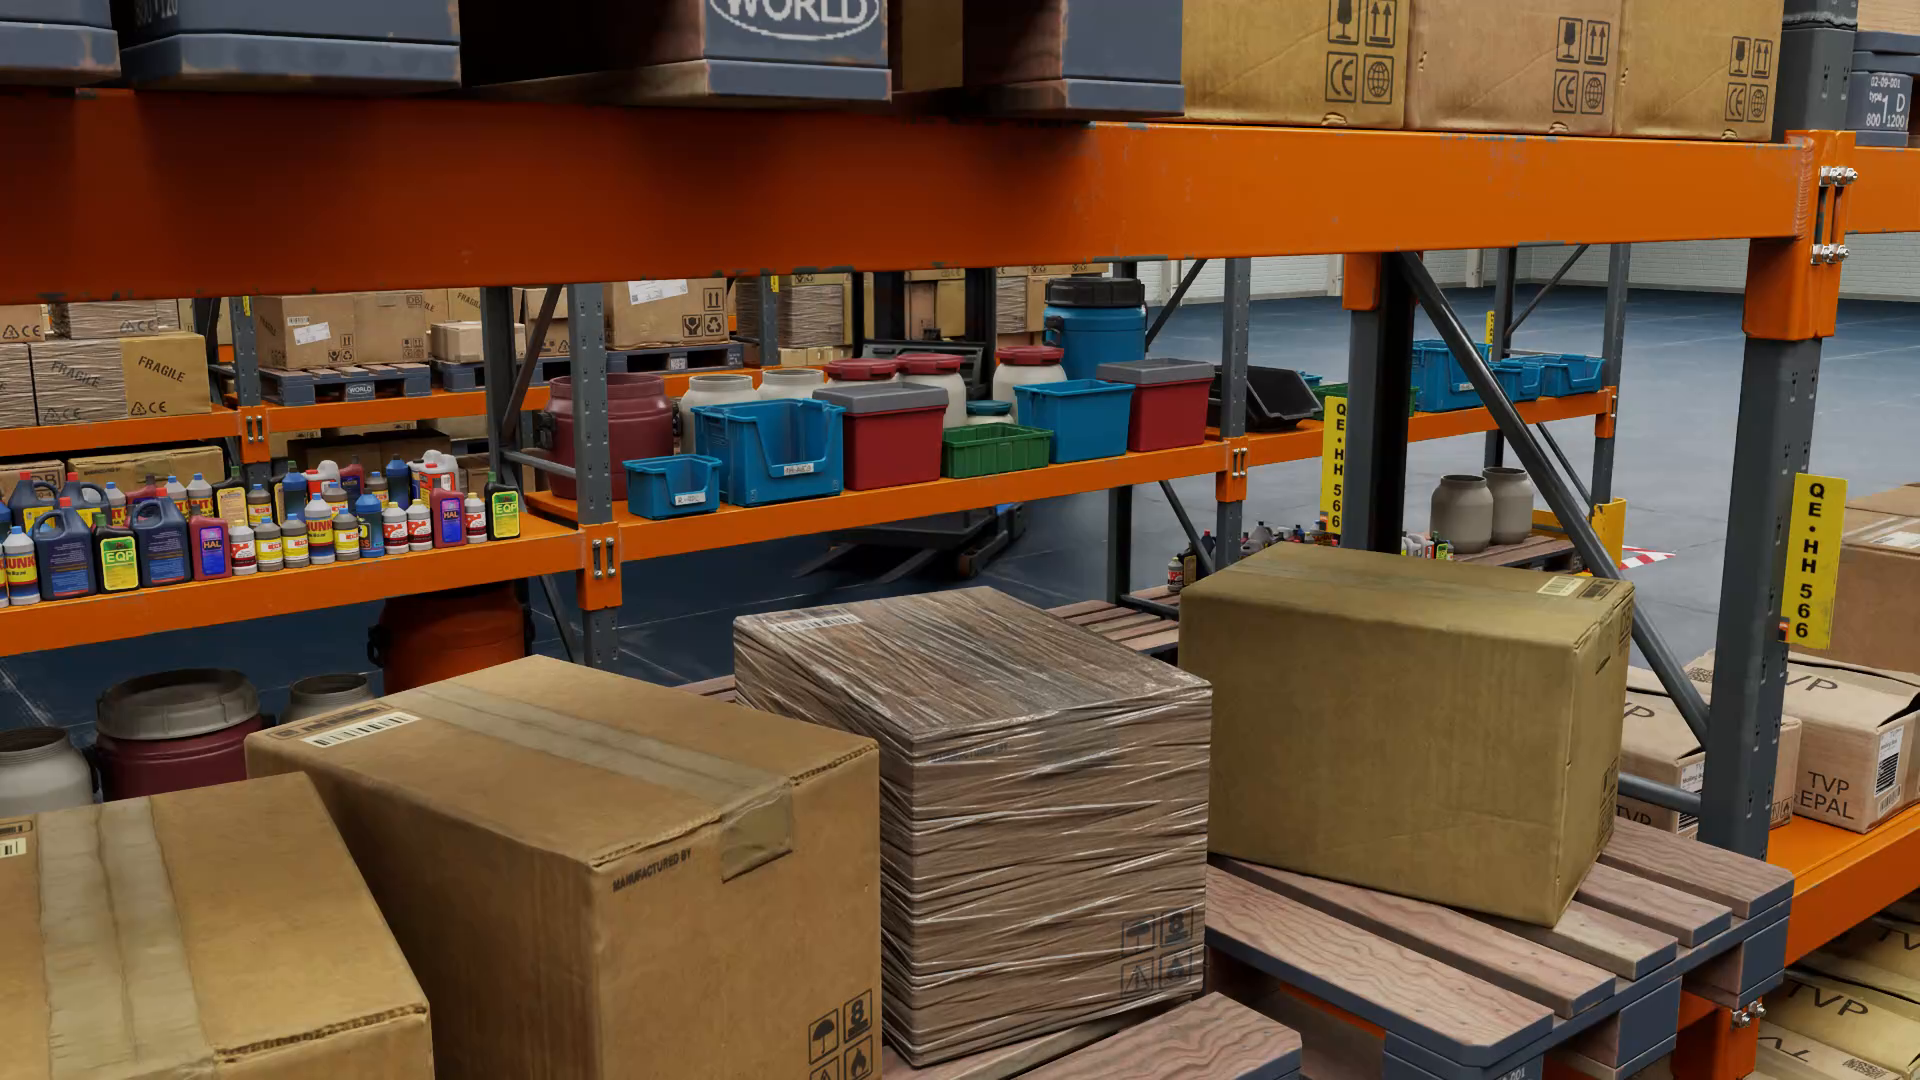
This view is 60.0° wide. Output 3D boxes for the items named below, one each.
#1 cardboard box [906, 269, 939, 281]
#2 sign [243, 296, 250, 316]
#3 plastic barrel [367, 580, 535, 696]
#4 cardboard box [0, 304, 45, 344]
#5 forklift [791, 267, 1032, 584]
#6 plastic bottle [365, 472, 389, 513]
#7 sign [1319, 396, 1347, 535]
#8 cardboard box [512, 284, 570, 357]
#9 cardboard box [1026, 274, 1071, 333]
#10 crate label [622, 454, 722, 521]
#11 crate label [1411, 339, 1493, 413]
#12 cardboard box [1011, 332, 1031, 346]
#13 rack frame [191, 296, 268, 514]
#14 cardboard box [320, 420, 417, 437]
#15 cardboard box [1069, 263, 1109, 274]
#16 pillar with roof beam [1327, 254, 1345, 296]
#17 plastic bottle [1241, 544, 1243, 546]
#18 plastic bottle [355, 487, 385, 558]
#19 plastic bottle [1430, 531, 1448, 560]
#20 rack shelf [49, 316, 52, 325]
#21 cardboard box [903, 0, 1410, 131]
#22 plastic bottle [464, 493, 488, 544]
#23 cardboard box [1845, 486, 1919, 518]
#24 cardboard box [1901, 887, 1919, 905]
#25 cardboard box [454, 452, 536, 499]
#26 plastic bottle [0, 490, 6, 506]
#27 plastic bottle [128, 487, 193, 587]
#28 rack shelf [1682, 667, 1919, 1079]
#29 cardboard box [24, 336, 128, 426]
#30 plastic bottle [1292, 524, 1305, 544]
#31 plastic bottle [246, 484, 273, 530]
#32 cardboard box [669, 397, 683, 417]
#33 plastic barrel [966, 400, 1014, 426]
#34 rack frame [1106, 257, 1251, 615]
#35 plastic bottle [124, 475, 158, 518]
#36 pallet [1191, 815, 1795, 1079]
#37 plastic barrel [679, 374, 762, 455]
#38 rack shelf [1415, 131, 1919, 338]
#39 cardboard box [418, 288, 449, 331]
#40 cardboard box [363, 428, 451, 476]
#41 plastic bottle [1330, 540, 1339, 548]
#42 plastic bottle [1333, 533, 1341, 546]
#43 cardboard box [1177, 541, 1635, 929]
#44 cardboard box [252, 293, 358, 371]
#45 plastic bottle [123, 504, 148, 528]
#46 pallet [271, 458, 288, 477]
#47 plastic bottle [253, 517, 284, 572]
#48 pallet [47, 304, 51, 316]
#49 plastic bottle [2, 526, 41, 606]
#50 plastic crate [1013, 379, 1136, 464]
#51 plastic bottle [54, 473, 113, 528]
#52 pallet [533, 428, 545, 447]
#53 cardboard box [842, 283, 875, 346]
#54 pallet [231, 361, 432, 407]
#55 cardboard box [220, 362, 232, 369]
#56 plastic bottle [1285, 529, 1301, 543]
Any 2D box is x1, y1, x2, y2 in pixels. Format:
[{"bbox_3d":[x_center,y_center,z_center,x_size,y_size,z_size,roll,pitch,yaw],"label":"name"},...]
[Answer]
[{"bbox_3d":[-0.523,-2.476,14.202,0.500,0.500,0.500,-9,15,-38],"label":"cardboard box"},{"bbox_3d":[-4.587,-1.603,10.668,0.005,0.325,0.100,-9,15,-38],"label":"sign"},{"bbox_3d":[-2.214,0.600,7.296,0.708,0.830,0.600,-9,15,-38],"label":"plastic barrel"},{"bbox_3d":[-6.028,-1.489,10.265,0.637,0.503,0.797,-9,15,-36],"label":"cardboard box"},{"bbox_3d":[-0.344,-1.257,11.994,1.130,2.935,3.031,4,13,17],"label":"forklift"},{"bbox_3d":[-2.566,-0.198,7.320,0.097,0.201,0.097,0,12,0],"label":"plastic bottle"},{"bbox_3d":[0.900,-0.175,3.942,0.005,0.325,0.100,-9,15,-38],"label":"sign"},{"bbox_3d":[-3.109,-1.661,12.470,0.637,0.503,0.797,-8,14,-32],"label":"cardboard box"},{"bbox_3d":[0.548,-2.207,15.345,0.500,0.500,0.875,-9,15,-38],"label":"cardboard box"},{"bbox_3d":[-1.279,-0.235,7.415,0.416,0.233,0.303,-9,15,-38],"label":"crate label"},{"bbox_3d":[3.136,-1.095,10.980,0.616,0.435,0.502,-9,15,-38],"label":"crate label"},{"bbox_3d":[0.432,-1.842,15.186,0.250,0.149,0.380,-9,15,-38],"label":"cardboard box"},{"bbox_3d":[-4.937,-1.126,11.210,0.127,3.000,1.000,-9,15,-38],"label":"rack frame"},{"bbox_3d":[-6.017,-1.348,16.660,0.750,0.750,1.050,-9,15,-38],"label":"cardboard box"},{"bbox_3d":[1.035,-2.736,15.428,0.500,0.500,0.500,-9,15,-38],"label":"cardboard box"},{"bbox_3d":[12.339,-9.982,38.475,0.548,9.000,9.100,-9,15,-38],"label":"pillar with roof beam"},{"bbox_3d":[1.754,0.084,10.831,0.185,0.351,0.144,-10,16,-40],"label":"plastic bottle"},{"bbox_3d":[-2.326,-0.071,6.550,0.097,0.271,0.097,0,12,0],"label":"plastic bottle"},{"bbox_3d":[3.164,0.080,11.009,0.133,0.283,0.061,-9,15,-36],"label":"plastic bottle"},{"bbox_3d":[-9.566,-2.641,20.076,4.000,0.370,1.077,-9,15,-38],"label":"rack shelf"},{"bbox_3d":[0.125,-0.839,2.397,0.500,0.500,0.910,-9,15,-38],"label":"cardboard box"},{"bbox_3d":[-1.993,-0.092,6.818,0.097,0.201,0.097,0,12,0],"label":"plastic bottle"},{"bbox_3d":[2.960,0.144,4.990,0.500,0.500,0.500,-9,15,-38],"label":"cardboard box"},{"bbox_3d":[3.047,1.124,4.872,0.500,0.311,0.500,-10,15,-38],"label":"cardboard box"},{"bbox_3d":[-3.562,-0.357,12.549,0.500,0.500,0.700,-8,14,-33],"label":"cardboard box"},{"bbox_3d":[-3.743,-0.048,6.414,0.133,0.283,0.061,-9,15,-38],"label":"plastic bottle"},{"bbox_3d":[-2.935,-0.015,6.095,0.185,0.351,0.144,-9,15,-38],"label":"plastic bottle"},{"bbox_3d":[2.811,0.574,4.938,4.000,0.370,1.077,-9,15,-38],"label":"rack shelf"},{"bbox_3d":[-5.560,-1.007,10.408,0.500,0.500,0.500,-10,15,-38],"label":"cardboard box"},{"bbox_3d":[2.290,0.027,11.289,0.097,0.271,0.097,0,12,0],"label":"plastic bottle"},{"bbox_3d":[-2.955,-0.134,7.015,0.097,0.201,0.097,0,12,0],"label":"plastic bottle"},{"bbox_3d":[-3.597,-1.817,18.566,0.875,0.875,0.875,-9,15,-37],"label":"cardboard box"},{"bbox_3d":[0.152,-0.627,9.194,0.301,0.262,0.301,0,12,0],"label":"plastic barrel"},{"bbox_3d":[1.281,-0.842,9.871,0.127,3.000,1.000,-9,15,-38],"label":"rack frame"},{"bbox_3d":[-3.313,-0.119,6.750,0.133,0.283,0.061,-9,15,-38],"label":"plastic bottle"},{"bbox_3d":[0.764,0.674,3.193,1.003,0.211,1.213,-9,15,-38],"label":"pallet"},{"bbox_3d":[-1.173,-0.545,8.207,0.421,0.512,0.421,0,12,0],"label":"plastic barrel"},{"bbox_3d":[2.811,-0.894,4.626,4.000,0.370,1.077,-9,15,-38],"label":"rack shelf"},{"bbox_3d":[-5.468,-2.335,16.662,0.500,0.500,0.500,-10,15,-38],"label":"cardboard box"},{"bbox_3d":[-4.024,-0.648,12.110,0.500,0.250,0.500,-7,14,-31],"label":"cardboard box"},{"bbox_3d":[2.318,0.177,10.392,0.185,0.351,0.144,-10,16,-40],"label":"plastic bottle"},{"bbox_3d":[2.606,-0.036,11.557,0.133,0.283,0.061,-9,15,-37],"label":"plastic bottle"},{"bbox_3d":[0.828,0.327,3.116,0.700,0.500,0.500,7,14,31],"label":"cardboard box"},{"bbox_3d":[-4.540,-1.457,11.516,0.500,0.500,0.500,11,16,43],"label":"cardboard box"},{"bbox_3d":[-3.019,0.005,6.164,0.133,0.283,0.061,-9,15,-38],"label":"plastic bottle"},{"bbox_3d":[-6.342,-0.827,16.515,1.213,0.211,1.003,-9,15,-38],"label":"pallet"},{"bbox_3d":[-2.630,0.014,6.320,0.097,0.201,0.097,0,12,0],"label":"plastic bottle"},{"bbox_3d":[-10.638,-2.749,19.316,1.003,0.211,1.213,-9,15,-38],"label":"pallet"},{"bbox_3d":[-3.279,0.088,5.804,0.097,0.271,0.097,0,12,0],"label":"plastic bottle"},{"bbox_3d":[0.614,-0.640,8.961,0.575,0.384,0.392,-9,15,-38],"label":"plastic crate"},{"bbox_3d":[-3.392,-0.088,6.438,0.185,0.351,0.144,-9,15,-38],"label":"plastic bottle"},{"bbox_3d":[-4.190,-1.185,18.199,1.213,0.211,1.003,-9,15,-38],"label":"pallet"},{"bbox_3d":[-1.011,-1.947,14.119,0.500,0.500,0.875,-9,15,-38],"label":"cardboard box"},{"bbox_3d":[-4.447,-1.142,11.747,1.003,0.211,1.213,-9,15,-38],"label":"pallet"},{"bbox_3d":[-8.971,-2.010,20.689,0.625,0.372,0.950,-8,15,-34],"label":"cardboard box"},{"bbox_3d":[2.202,0.071,11.051,0.133,0.283,0.061,-9,15,-38],"label":"plastic bottle"}]
